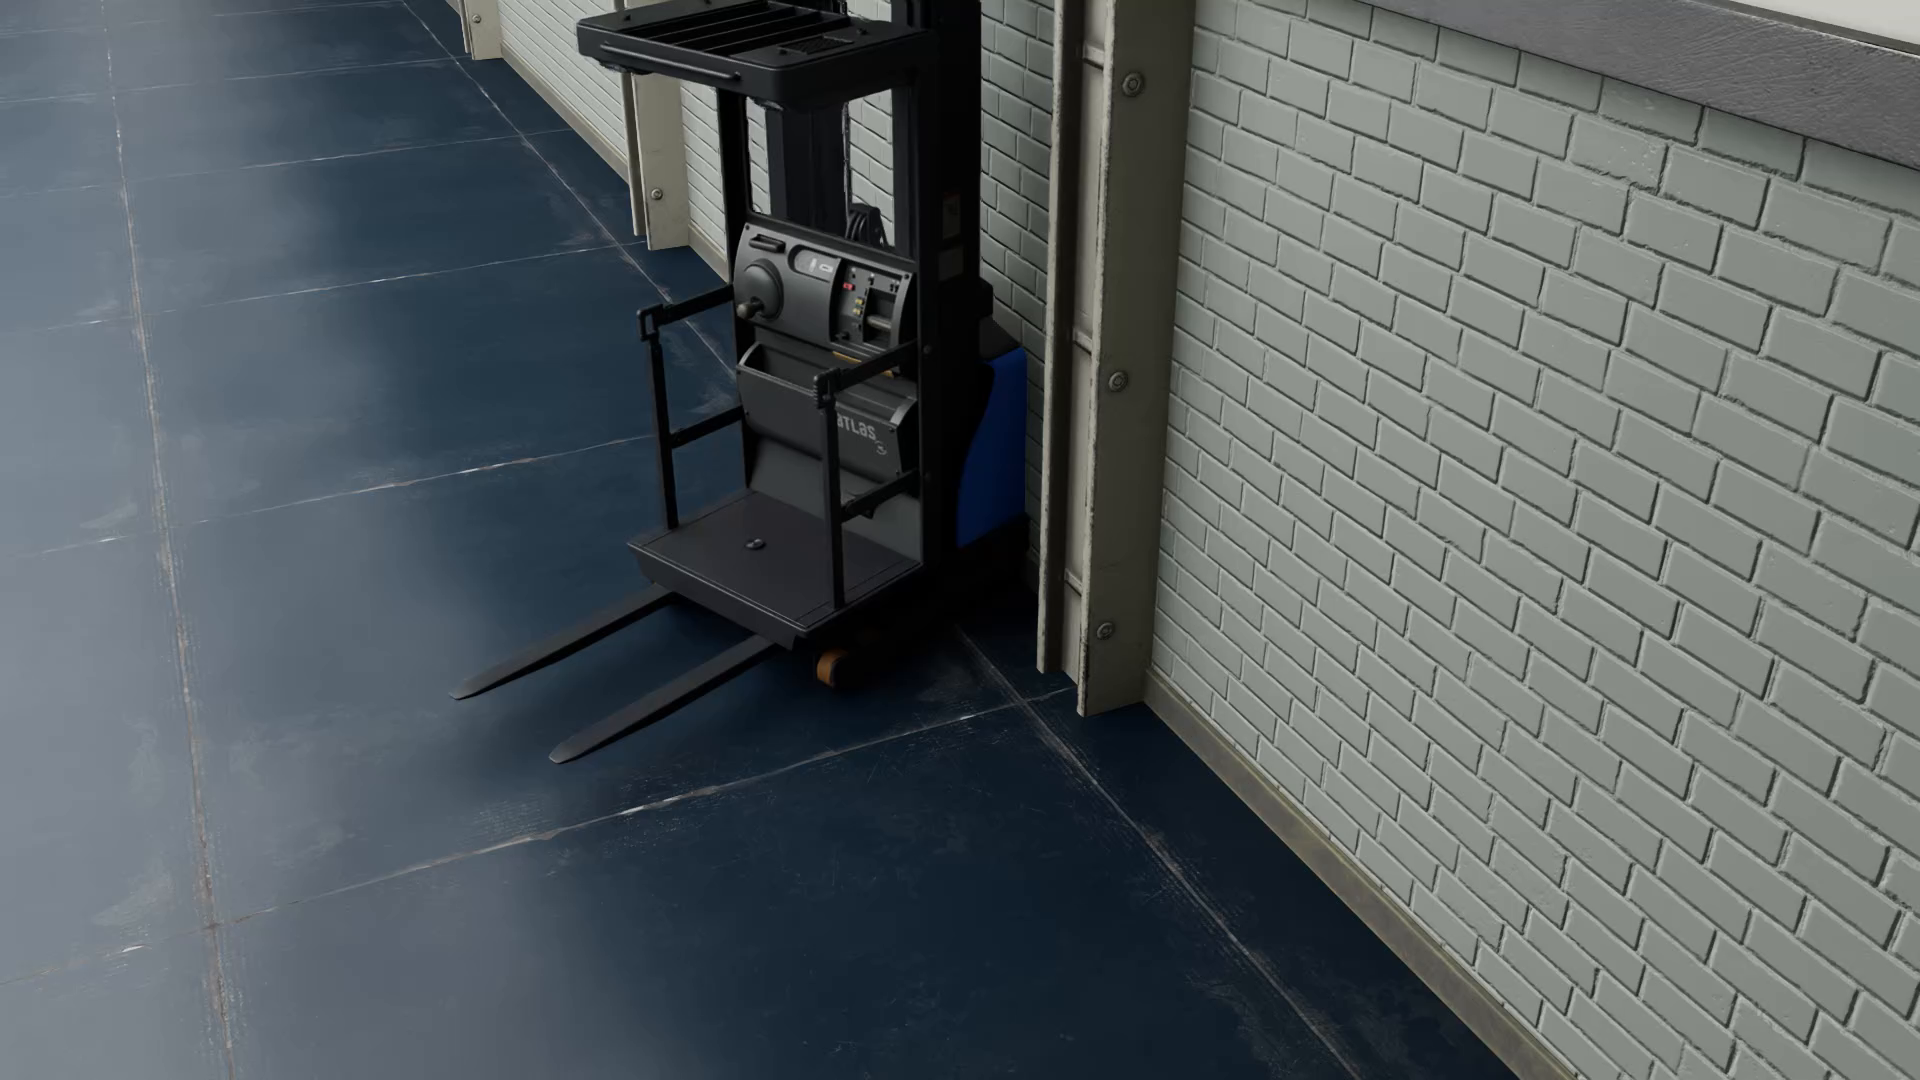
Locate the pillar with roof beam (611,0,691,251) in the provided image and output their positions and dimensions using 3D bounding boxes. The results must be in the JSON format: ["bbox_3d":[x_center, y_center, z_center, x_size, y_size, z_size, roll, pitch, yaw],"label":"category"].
[{"bbox_3d":[-5.928,-5.096,7.638,9.100,9.000,0.400,-13,32,-22],"label":"pillar with roof beam"}]

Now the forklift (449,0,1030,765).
[{"bbox_3d":[-0.689,-0.960,6.465,1.130,2.935,3.031,23,36,35],"label":"forklift"}]

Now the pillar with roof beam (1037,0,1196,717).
[{"bbox_3d":[-3.352,-2.446,2.911,9.100,9.000,0.400,-13,32,-22],"label":"pillar with roof beam"}]

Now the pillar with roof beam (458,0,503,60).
[{"bbox_3d":[-8.504,-7.747,12.364,9.100,9.000,0.400,-13,32,-22],"label":"pillar with roof beam"}]
